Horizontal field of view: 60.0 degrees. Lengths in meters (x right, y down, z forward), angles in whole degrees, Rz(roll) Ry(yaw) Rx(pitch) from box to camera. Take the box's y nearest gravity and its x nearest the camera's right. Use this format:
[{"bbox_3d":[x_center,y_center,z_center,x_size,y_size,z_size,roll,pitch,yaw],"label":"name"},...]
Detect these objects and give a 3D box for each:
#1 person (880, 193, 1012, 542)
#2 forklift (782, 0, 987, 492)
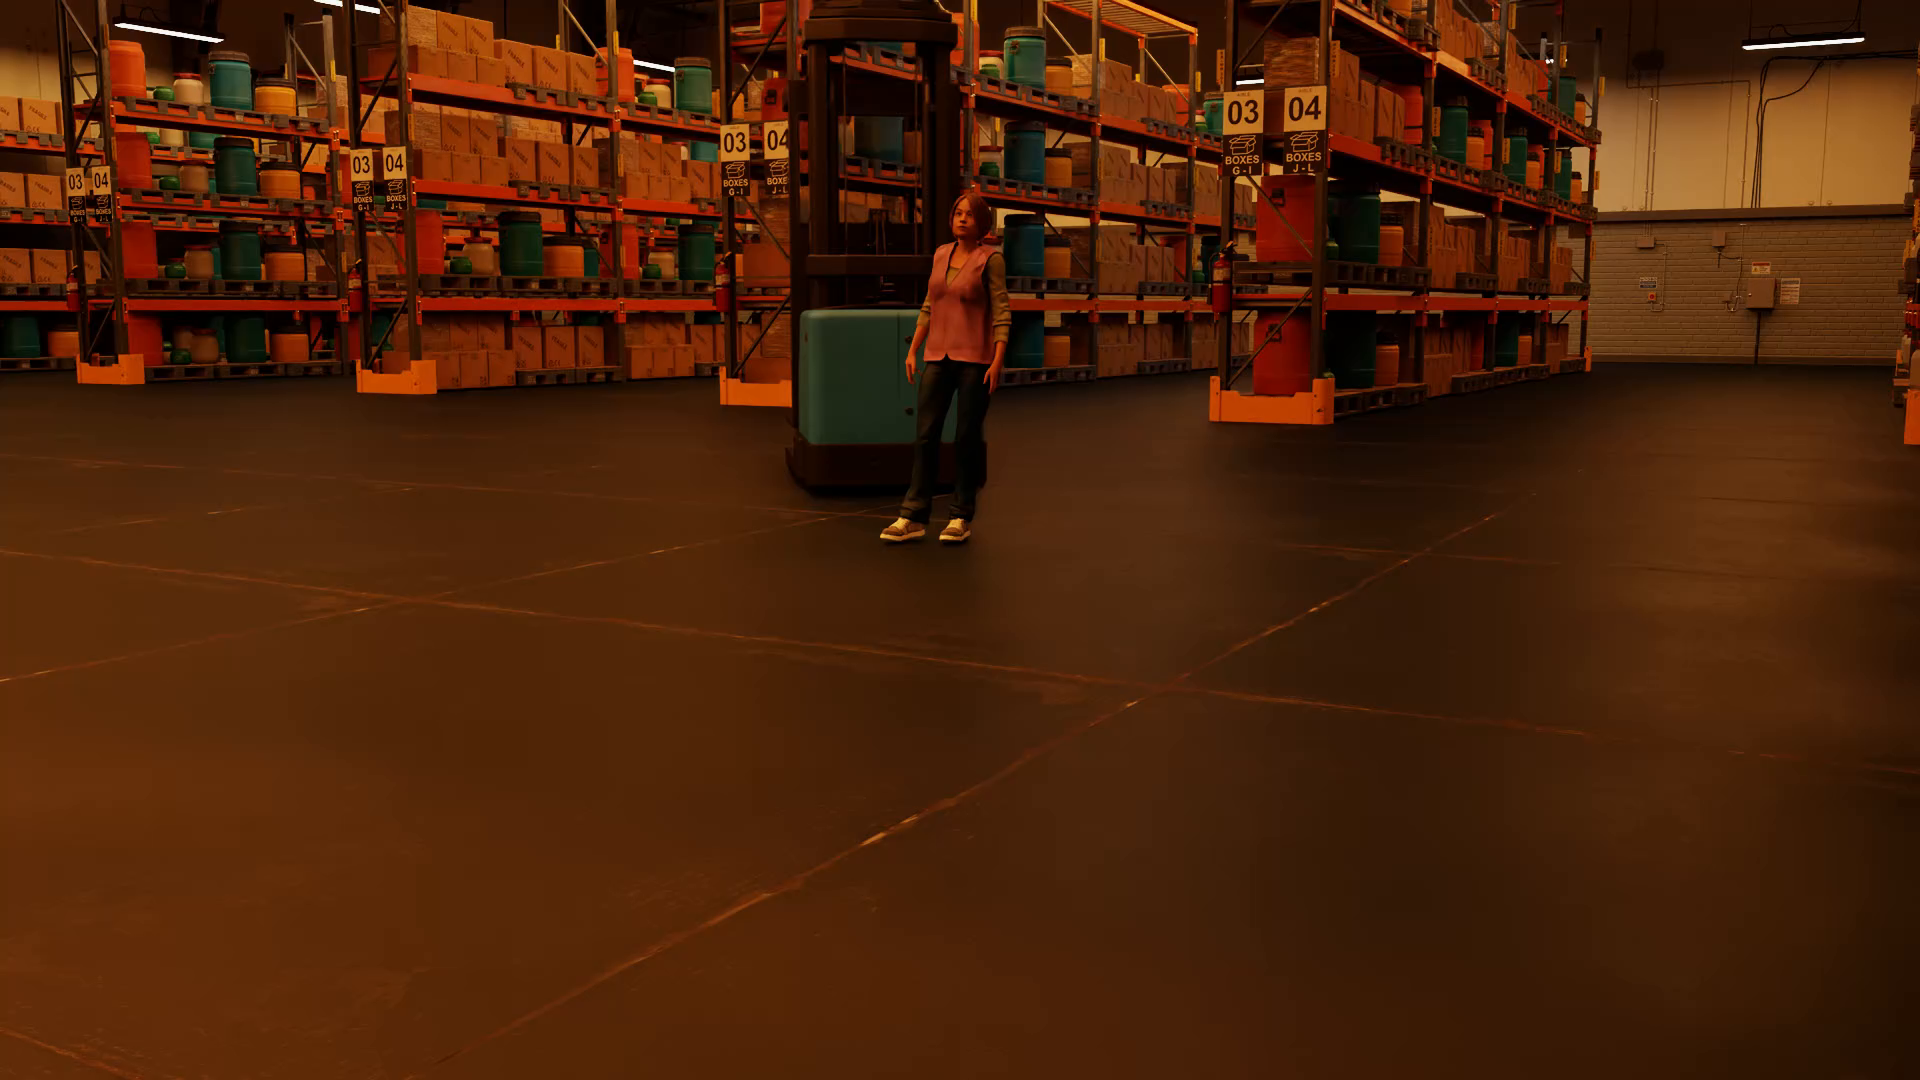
[{"bbox_3d":[-0.048,-0.790,7.647,0.520,1.596,0.475,4,9,29],"label":"person"},{"bbox_3d":[-0.582,-1.902,10.877,1.130,2.935,3.031,-1,8,-9],"label":"forklift"}]
